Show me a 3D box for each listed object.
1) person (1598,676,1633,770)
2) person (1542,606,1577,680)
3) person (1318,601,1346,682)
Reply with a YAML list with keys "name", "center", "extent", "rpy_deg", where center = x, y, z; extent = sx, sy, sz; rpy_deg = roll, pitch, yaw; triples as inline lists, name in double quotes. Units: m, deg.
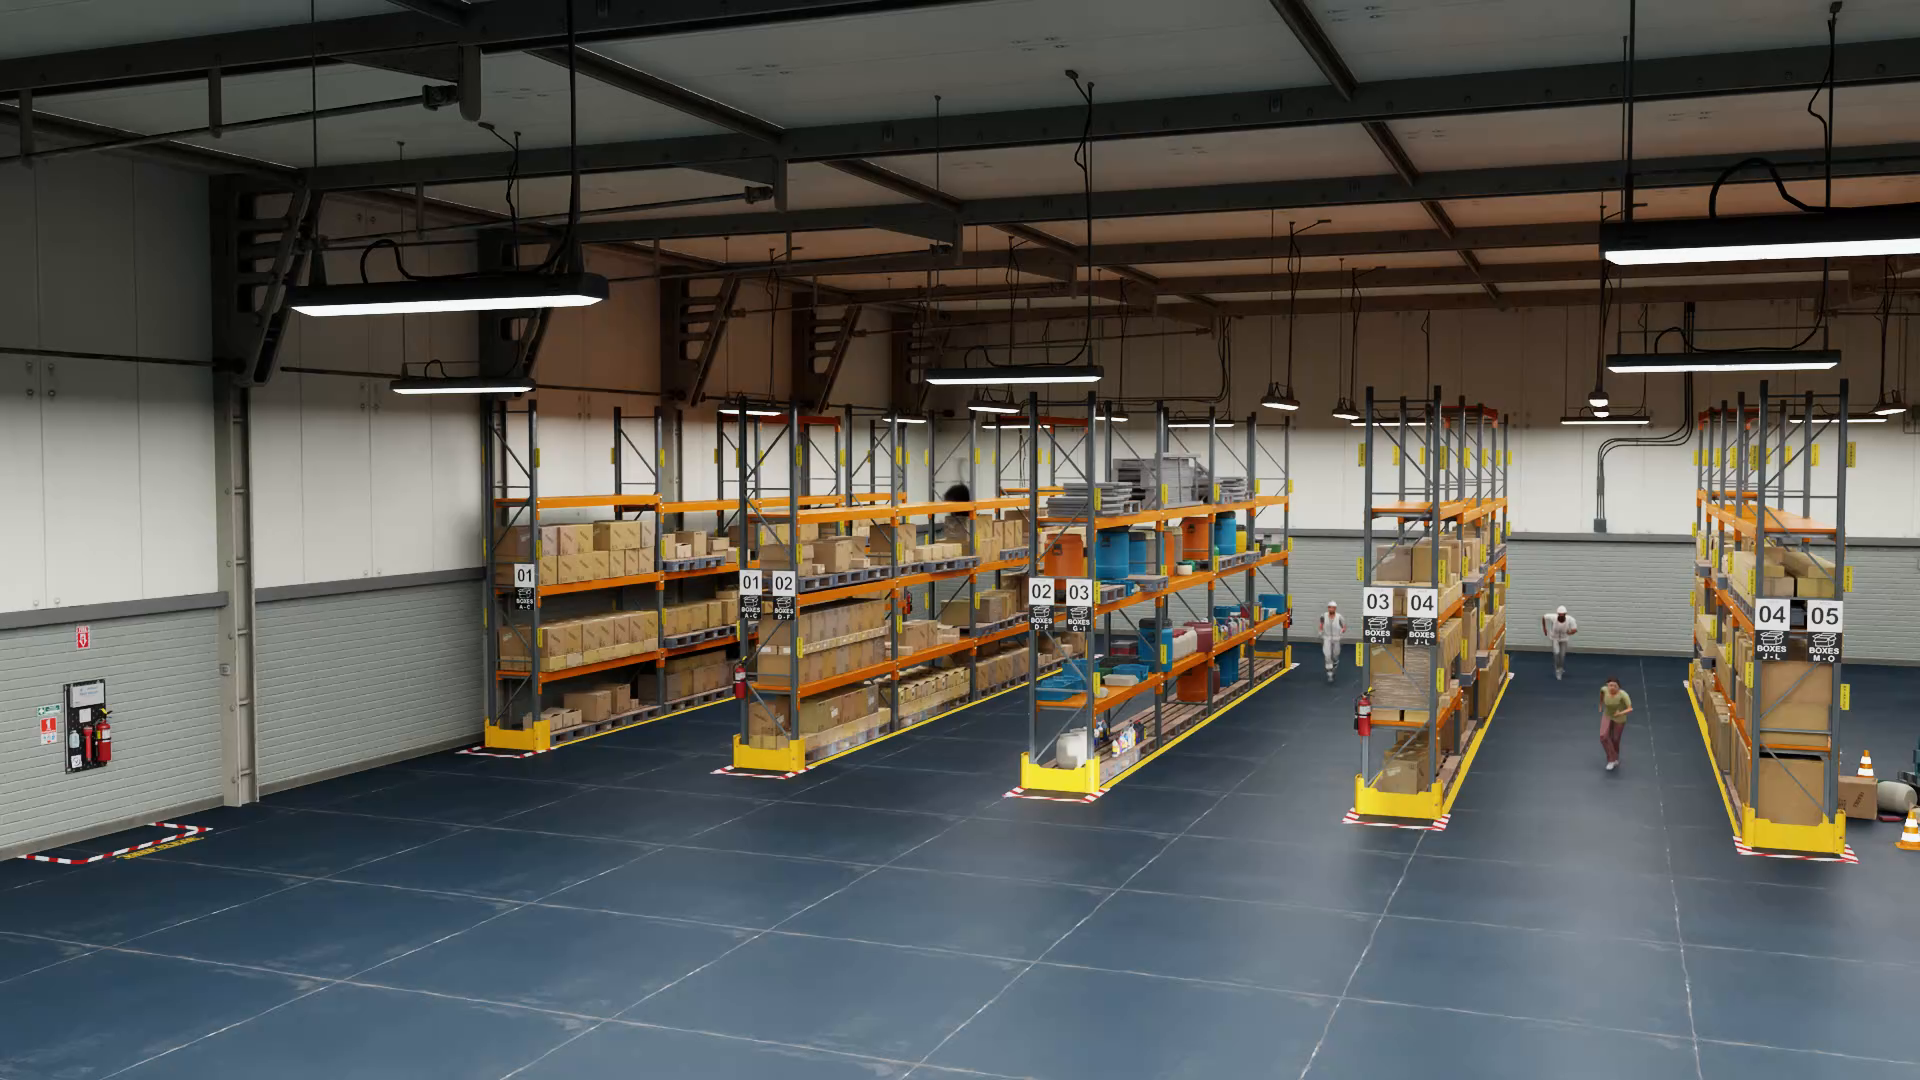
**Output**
- name: "person"
  center: [10.583, 2.907, 26.843]
  extent: [0.580, 1.503, 1.045]
  rpy_deg: [2, 3, 31]
- name: "person"
  center: [13.667, 2.331, 37.919]
  extent: [0.747, 1.712, 1.016]
  rpy_deg: [1, 3, 17]
- name: "person"
  center: [8.390, 2.264, 37.497]
  extent: [0.607, 1.786, 0.991]
  rpy_deg: [1, 3, 12]
